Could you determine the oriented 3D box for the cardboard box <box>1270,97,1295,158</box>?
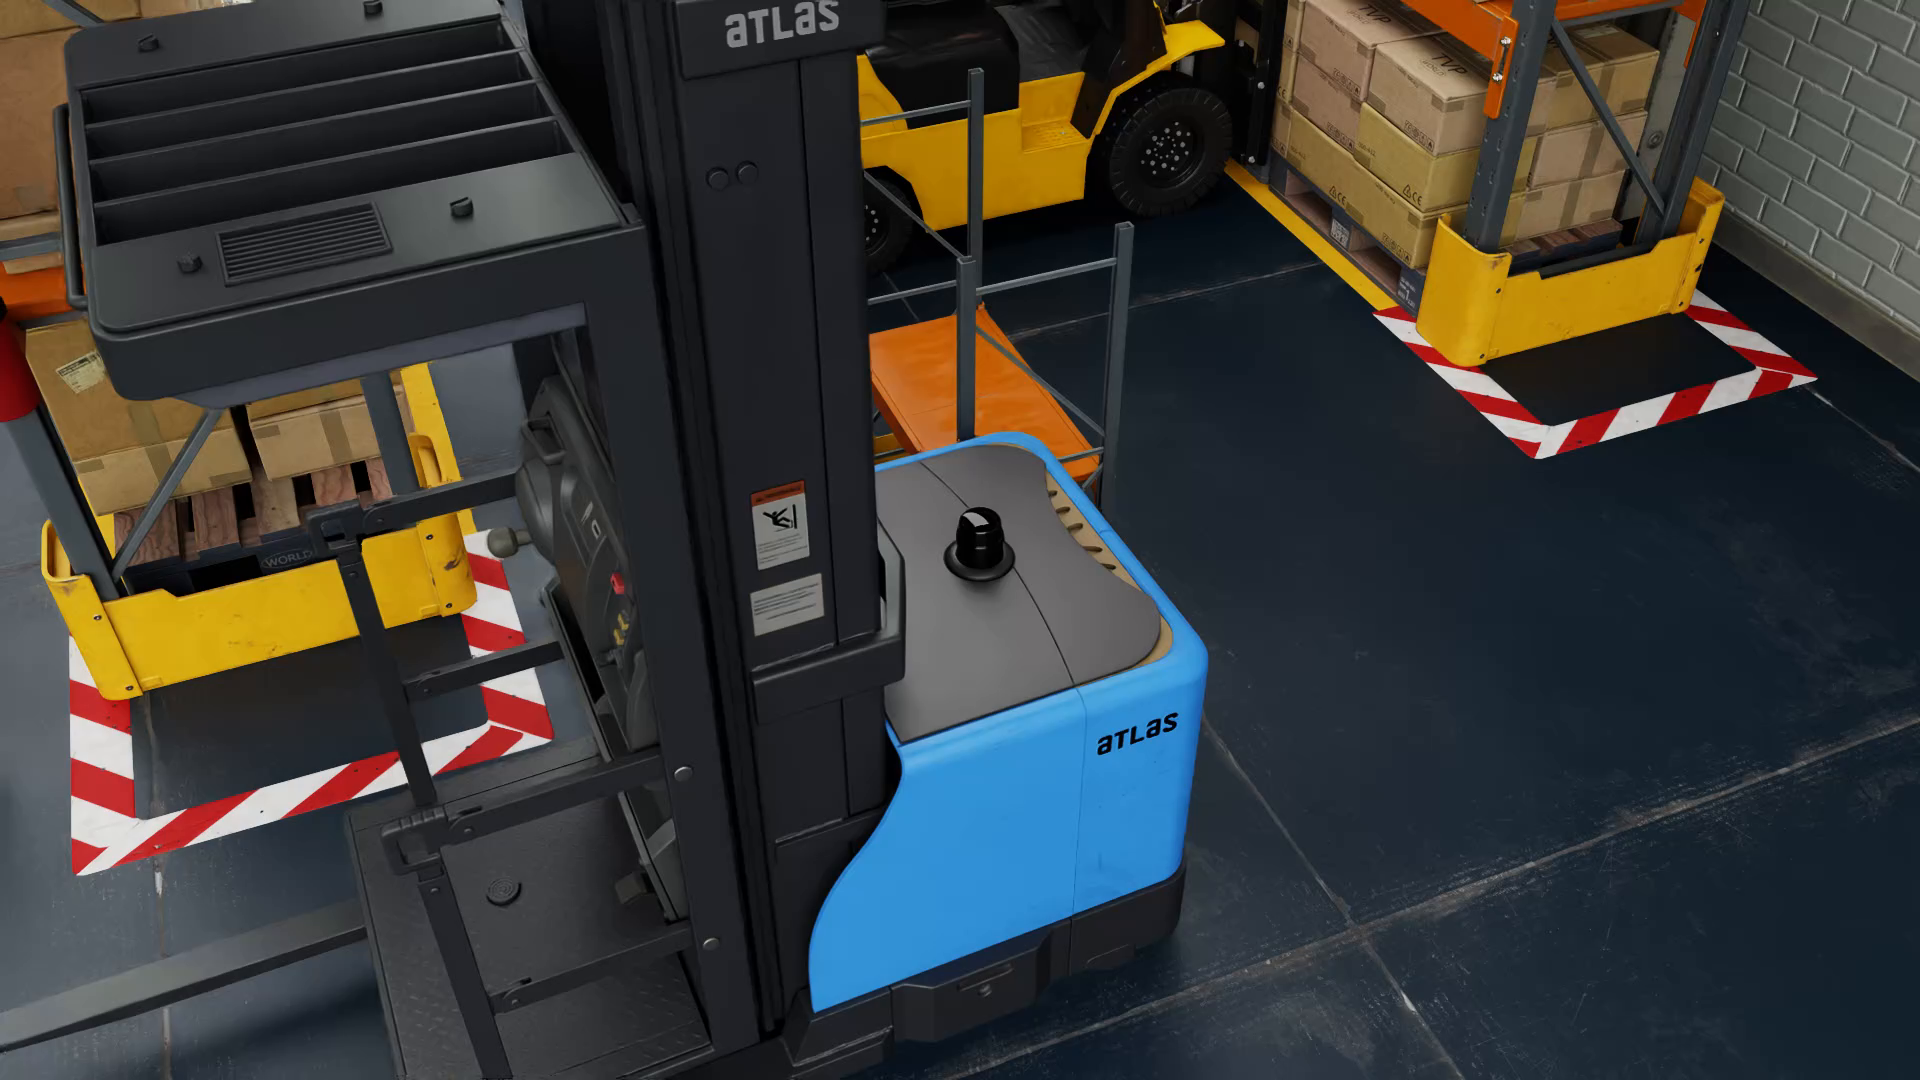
[{"bbox_3d":[1.587,-1.995,7.556,0.500,0.250,0.500,-15,43,-16],"label":"cardboard box"}]

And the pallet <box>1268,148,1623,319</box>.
[{"bbox_3d":[2.092,-1.462,7.288,1.003,0.211,1.213,-15,43,-17],"label":"pallet"}]

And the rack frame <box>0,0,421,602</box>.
[{"bbox_3d":[-2.161,-0.828,4.412,1.000,3.000,0.127,-15,43,-17],"label":"rack frame"}]

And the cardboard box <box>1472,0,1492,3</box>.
[{"bbox_3d":[1.993,-2.338,6.091,0.500,0.500,0.500,-16,43,-18],"label":"cardboard box"}]

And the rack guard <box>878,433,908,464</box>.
[{"bbox_3d":[-0.161,-0.349,5.964,0.587,0.250,0.087,-15,43,-17],"label":"rack guard"}]

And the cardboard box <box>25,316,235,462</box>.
[{"bbox_3d":[-2.708,-0.647,5.413,0.500,0.500,0.500,-15,43,-17],"label":"cardboard box"}]

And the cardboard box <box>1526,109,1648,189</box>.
[{"bbox_3d":[2.436,-1.710,6.841,0.500,0.250,0.500,-14,43,-16],"label":"cardboard box"}]

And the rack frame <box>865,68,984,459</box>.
[{"bbox_3d":[-0.162,-0.823,5.557,0.500,1.500,0.032,-15,43,-17],"label":"rack frame"}]

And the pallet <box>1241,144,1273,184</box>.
[{"bbox_3d":[1.629,-2.195,8.141,1.003,0.211,1.213,-15,43,-17],"label":"pallet"}]

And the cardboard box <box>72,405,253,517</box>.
[{"bbox_3d":[-2.728,-0.379,5.677,0.500,0.250,0.500,-15,43,-17],"label":"cardboard box"}]

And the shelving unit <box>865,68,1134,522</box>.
[{"bbox_3d":[0.029,-0.523,5.208,0.587,1.500,1.083,-15,43,-17],"label":"shelving unit"}]

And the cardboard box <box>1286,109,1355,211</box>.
[{"bbox_3d":[1.770,-1.692,7.203,0.500,0.250,0.500,-15,43,-17],"label":"cardboard box"}]

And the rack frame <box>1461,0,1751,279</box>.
[{"bbox_3d":[2.424,-2.069,5.855,1.000,3.000,0.127,-15,43,-17],"label":"rack frame"}]

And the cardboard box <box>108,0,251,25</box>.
[{"bbox_3d":[-2.086,-1.333,4.695,0.500,0.500,0.500,-16,43,-18],"label":"cardboard box"}]

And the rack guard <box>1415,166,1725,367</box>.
[{"bbox_3d":[2.433,-1.106,6.653,1.175,0.500,0.348,-15,43,-17],"label":"rack guard"}]

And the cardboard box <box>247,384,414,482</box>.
[{"bbox_3d":[-2.214,-0.500,5.817,0.500,0.250,0.500,-15,43,-17],"label":"cardboard box"}]

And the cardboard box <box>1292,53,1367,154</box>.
[{"bbox_3d":[1.767,-1.895,7.056,0.500,0.250,0.500,-16,43,-17],"label":"cardboard box"}]

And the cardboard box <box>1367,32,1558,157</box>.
[{"bbox_3d":[1.959,-1.764,6.521,0.500,0.250,0.500,-14,43,-15],"label":"cardboard box"}]

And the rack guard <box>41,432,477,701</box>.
[{"bbox_3d":[-2.190,0.074,5.281,1.175,0.500,0.348,-15,43,-17],"label":"rack guard"}]

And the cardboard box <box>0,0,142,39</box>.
[{"bbox_3d":[-2.558,-1.611,4.251,0.700,0.500,0.500,-16,43,-18],"label":"cardboard box"}]

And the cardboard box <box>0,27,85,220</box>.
[{"bbox_3d":[-2.623,-1.237,4.583,0.500,0.500,0.500,-16,43,-18],"label":"cardboard box"}]

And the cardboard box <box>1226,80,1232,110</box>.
[{"bbox_3d":[1.368,-2.302,7.914,0.500,0.250,0.500,-14,43,-16],"label":"cardboard box"}]

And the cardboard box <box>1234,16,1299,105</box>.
[{"bbox_3d":[1.550,-2.201,7.412,0.500,0.250,0.500,-16,43,-18],"label":"cardboard box"}]

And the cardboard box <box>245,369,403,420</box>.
[{"bbox_3d":[-2.224,-0.798,5.589,0.500,0.500,0.500,-16,43,-18],"label":"cardboard box"}]

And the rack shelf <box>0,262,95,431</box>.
[{"bbox_3d":[-2.926,-1.760,6.048,1.077,0.370,4.000,-15,43,-17],"label":"rack shelf"}]

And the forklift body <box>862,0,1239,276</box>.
[{"bbox_3d":[0.012,-2.434,6.931,2.313,2.155,1.214,-15,43,-17],"label":"forklift body"}]

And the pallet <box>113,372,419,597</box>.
[{"bbox_3d":[-2.468,-0.315,5.954,1.003,0.211,1.213,-15,43,-17],"label":"pallet"}]

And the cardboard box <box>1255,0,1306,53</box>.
[{"bbox_3d":[1.556,-2.372,7.227,0.500,0.250,0.500,-15,43,-16],"label":"cardboard box"}]

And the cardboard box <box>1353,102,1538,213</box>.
[{"bbox_3d":[1.949,-1.590,6.702,0.500,0.250,0.500,-16,43,-17],"label":"cardboard box"}]

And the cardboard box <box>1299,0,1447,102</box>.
[{"bbox_3d":[1.758,-2.070,6.877,0.500,0.250,0.500,-14,43,-16],"label":"cardboard box"}]

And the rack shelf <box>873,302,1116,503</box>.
[{"bbox_3d":[0.033,-0.381,5.319,0.538,0.185,1.000,-15,43,-17],"label":"rack shelf"}]

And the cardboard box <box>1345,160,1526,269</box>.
[{"bbox_3d":[1.952,-1.390,6.852,0.500,0.250,0.500,-15,43,-17],"label":"cardboard box"}]

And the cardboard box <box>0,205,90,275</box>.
[{"bbox_3d":[-2.502,-0.905,4.694,0.380,0.149,0.250,-14,43,-15],"label":"cardboard box"}]

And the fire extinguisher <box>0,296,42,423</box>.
[{"bbox_3d":[-2.543,-0.615,4.224,0.296,0.674,0.183,-15,43,-17],"label":"fire extinguisher"}]

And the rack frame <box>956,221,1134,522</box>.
[{"bbox_3d":[0.227,-0.211,4.845,0.500,1.500,0.032,-15,43,-17],"label":"rack frame"}]

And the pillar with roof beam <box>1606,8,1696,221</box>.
[{"bbox_3d":[-0.988,-3.914,3.399,9.100,9.000,0.400,-15,43,-17],"label":"pillar with roof beam"}]

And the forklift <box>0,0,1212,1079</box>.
[{"bbox_3d":[-0.963,0.067,3.425,3.031,2.935,1.130,-16,43,-18],"label":"forklift"}]

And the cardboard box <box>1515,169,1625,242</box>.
[{"bbox_3d":[2.416,-1.530,7.015,0.500,0.250,0.500,-15,43,-17],"label":"cardboard box"}]

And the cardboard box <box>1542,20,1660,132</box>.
[{"bbox_3d":[2.415,-1.901,6.680,0.500,0.250,0.500,-16,43,-18],"label":"cardboard box"}]

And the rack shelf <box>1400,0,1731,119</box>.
[{"bbox_3d":[1.658,-3.001,7.491,1.077,0.370,4.000,-15,43,-17],"label":"rack shelf"}]
